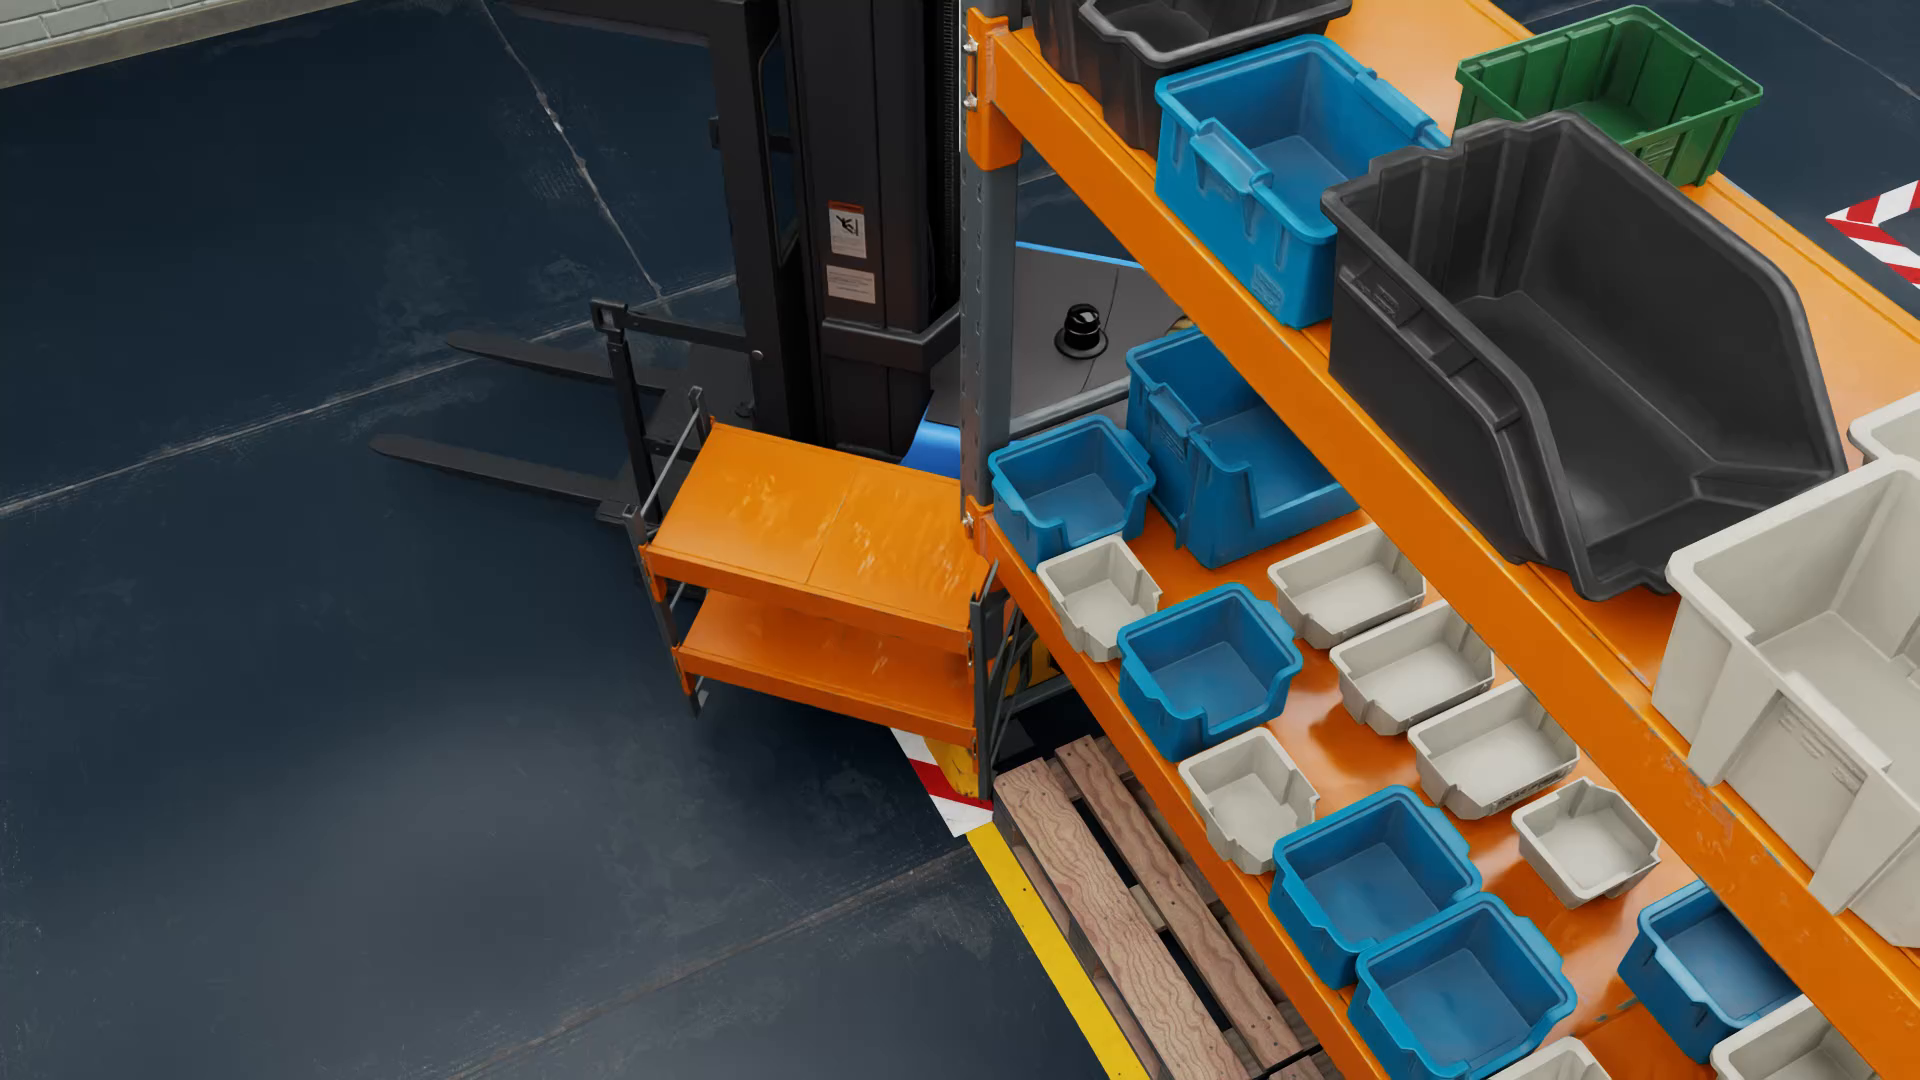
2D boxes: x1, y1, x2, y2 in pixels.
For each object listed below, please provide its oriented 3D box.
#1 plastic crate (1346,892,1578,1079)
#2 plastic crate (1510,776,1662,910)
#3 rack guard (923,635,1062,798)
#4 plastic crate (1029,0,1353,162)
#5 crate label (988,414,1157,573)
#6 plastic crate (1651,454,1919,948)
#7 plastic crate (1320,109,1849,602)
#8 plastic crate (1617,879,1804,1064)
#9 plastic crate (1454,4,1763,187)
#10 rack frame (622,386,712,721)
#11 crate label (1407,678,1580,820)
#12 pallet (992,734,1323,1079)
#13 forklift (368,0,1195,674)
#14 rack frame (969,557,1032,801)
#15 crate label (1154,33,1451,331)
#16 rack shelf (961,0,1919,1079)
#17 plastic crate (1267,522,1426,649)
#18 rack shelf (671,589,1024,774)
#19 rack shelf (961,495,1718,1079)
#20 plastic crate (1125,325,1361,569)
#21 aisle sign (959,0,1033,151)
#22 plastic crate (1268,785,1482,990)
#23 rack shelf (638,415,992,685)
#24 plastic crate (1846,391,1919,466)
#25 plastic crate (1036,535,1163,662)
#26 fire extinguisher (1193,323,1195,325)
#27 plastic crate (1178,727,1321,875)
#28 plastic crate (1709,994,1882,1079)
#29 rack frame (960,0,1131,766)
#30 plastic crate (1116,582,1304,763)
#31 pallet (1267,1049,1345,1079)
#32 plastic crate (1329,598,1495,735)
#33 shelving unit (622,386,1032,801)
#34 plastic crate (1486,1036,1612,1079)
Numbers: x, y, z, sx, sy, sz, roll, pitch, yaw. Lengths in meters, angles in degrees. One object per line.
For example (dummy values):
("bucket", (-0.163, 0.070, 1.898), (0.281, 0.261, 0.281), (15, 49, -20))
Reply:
("plastic crate", (1.032, 0.975, 3.476), (0.416, 0.233, 0.300), (-21, 52, -18))
("plastic crate", (1.427, 0.698, 3.782), (0.298, 0.136, 0.250), (-21, 52, -18))
("rack guard", (0.449, 0.390, 5.577), (1.175, 0.500, 0.348), (-21, 52, -18))
("plastic crate", (0.400, -1.012, 3.236), (0.497, 0.269, 0.590), (-21, 52, -18))
("crate label", (0.292, -0.107, 4.422), (0.416, 0.233, 0.303), (-21, 52, -18))
("plastic crate", (1.211, 0.220, 2.151), (0.437, 0.282, 0.530), (-21, 52, -18))
("plastic crate", (0.926, -0.271, 2.543), (0.504, 0.338, 0.767), (-21, 52, -18))
("plastic crate", (1.639, 0.900, 3.541), (0.416, 0.233, 0.300), (-21, 52, -18))
("plastic crate", (1.177, -0.777, 3.085), (0.450, 0.188, 0.336), (-21, 52, -18))
("rack frame", (-0.832, 0.073, 5.223), (0.032, 1.125, 0.500), (14, 56, 12))
("crate label", (1.275, 0.506, 3.950), (0.396, 0.136, 0.243), (-21, 52, -18))
("pallet", (0.814, 1.062, 5.181), (1.003, 0.211, 1.213), (-21, 52, -18))
("forklift", (-0.685, -1.103, 5.267), (3.031, 2.935, 1.130), (12, 50, 10))
("rack frame", (0.134, 0.309, 5.012), (0.032, 1.125, 0.500), (14, 56, 12))
("crate label", (0.606, -0.631, 2.915), (0.408, 0.251, 0.502), (-21, 52, -18))
("rack shelf", (1.387, 0.167, 2.597), (1.077, 0.370, 4.000), (-21, 52, -18))
("plastic crate", (1.006, 0.129, 4.280), (0.396, 0.136, 0.243), (-21, 52, -18))
("rack shelf", (-0.342, 0.335, 5.315), (1.000, 0.278, 0.538), (14, 56, 12))
("rack shelf", (1.387, 1.154, 3.726), (1.077, 0.370, 4.000), (-21, 52, -18))
("plastic crate", (0.791, -0.293, 4.450), (0.616, 0.435, 0.499), (-21, 52, -18))
("aisle sign", (0.174, -1.223, 3.600), (0.394, 0.787, 0.004), (-21, 52, -18))
("plastic crate", (0.894, 0.774, 3.652), (0.416, 0.233, 0.300), (-21, 52, -18))
("rack shelf", (-0.359, 0.018, 4.881), (1.000, 0.278, 0.538), (14, 56, 12))
("plastic crate", (1.638, -0.025, 2.461), (0.437, 0.136, 0.530), (-21, 52, -18))
("plastic crate", (0.365, 0.168, 4.246), (0.250, 0.136, 0.298), (-21, 52, -18))
("fire extinguisher", (0.807, -0.531, 5.020), (0.296, 0.674, 0.183), (-21, 52, -18))
("plastic crate", (0.675, 0.622, 3.849), (0.250, 0.136, 0.298), (-21, 52, -18))
("plastic crate", (1.767, 1.190, 3.256), (0.437, 0.282, 0.530), (-21, 52, -18))
("rack frame", (0.472, -0.421, 4.626), (1.000, 3.000, 0.127), (-21, 52, -18))
("plastic crate", (0.593, 0.333, 4.037), (0.416, 0.233, 0.300), (-21, 52, -18))
("pallet", (1.369, 1.877, 4.468), (1.003, 0.211, 1.213), (-21, 52, -18))
("plastic crate", (1.125, 0.328, 4.106), (0.396, 0.136, 0.243), (-21, 52, -18))
("shelving unit", (-0.349, 0.191, 5.118), (1.048, 1.125, 0.538), (14, 56, 12))
("plastic crate", (1.238, 1.261, 3.290), (0.293, 0.136, 0.466), (-21, 52, -18))
